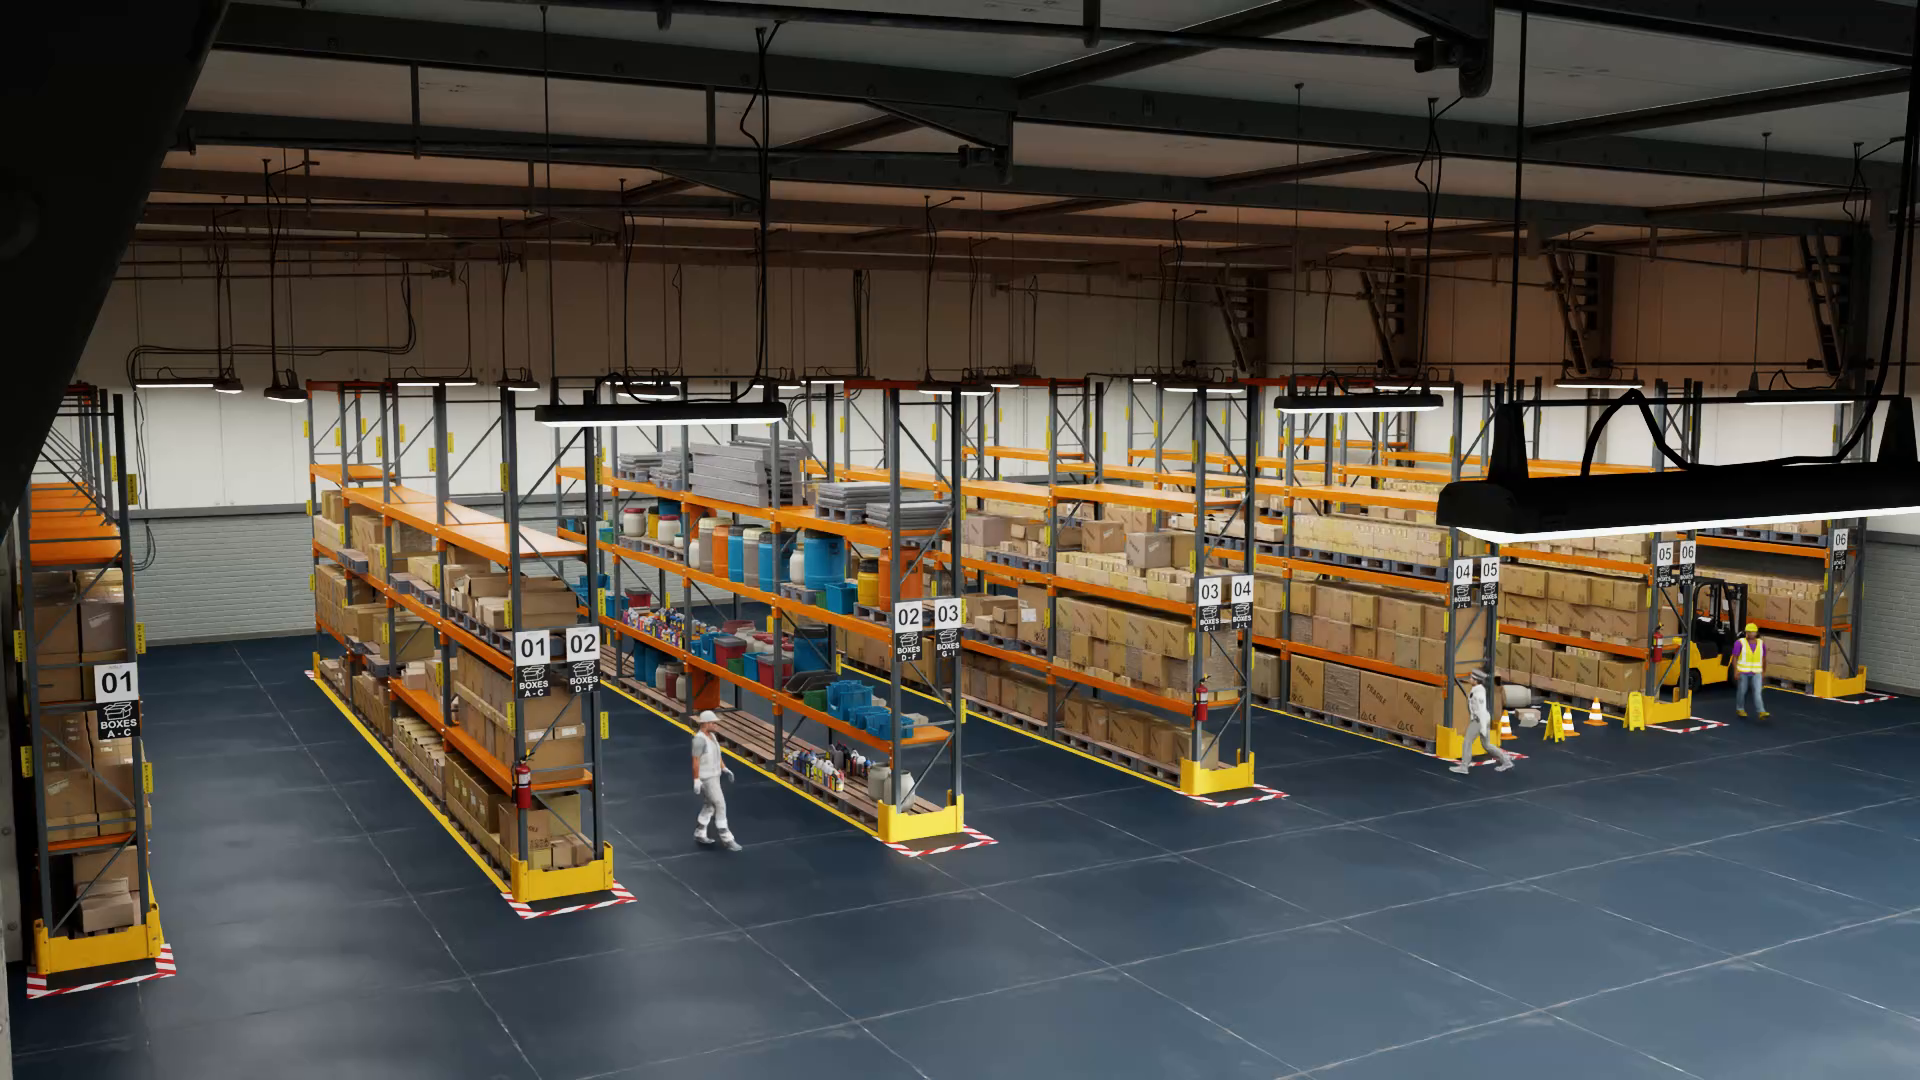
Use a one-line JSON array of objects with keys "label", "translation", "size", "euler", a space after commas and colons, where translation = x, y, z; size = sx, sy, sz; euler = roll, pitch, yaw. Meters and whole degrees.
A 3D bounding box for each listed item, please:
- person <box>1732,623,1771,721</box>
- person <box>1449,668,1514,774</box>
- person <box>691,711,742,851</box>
[{"label": "person", "translation": [13.977, 2.335, 29.384], "size": [0.602, 1.708, 1.051], "euler": [2, 6, 15]}, {"label": "person", "translation": [8.042, 2.792, 25.577], "size": [0.935, 1.645, 0.496], "euler": [3, 7, 24]}, {"label": "person", "translation": [-3.172, 3.136, 21.810], "size": [0.753, 1.791, 0.558], "euler": [1, 6, 11]}]
